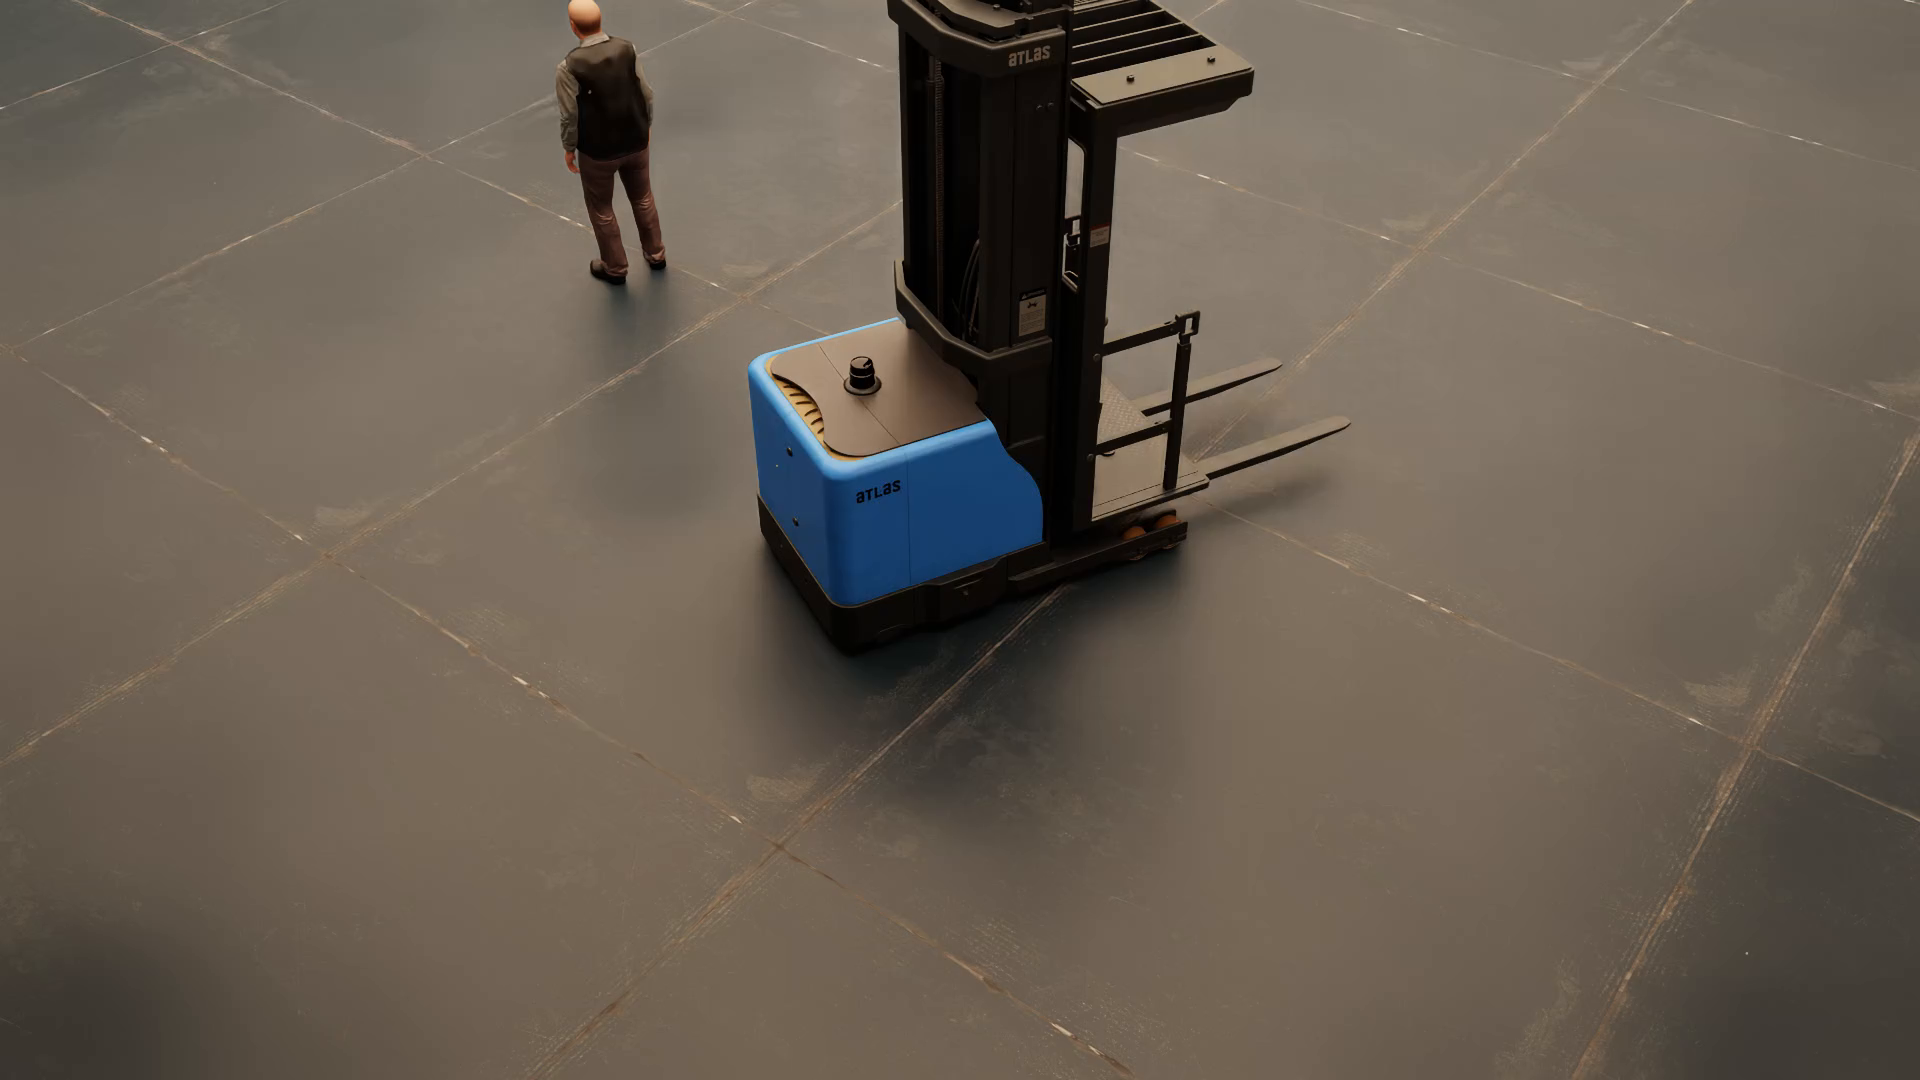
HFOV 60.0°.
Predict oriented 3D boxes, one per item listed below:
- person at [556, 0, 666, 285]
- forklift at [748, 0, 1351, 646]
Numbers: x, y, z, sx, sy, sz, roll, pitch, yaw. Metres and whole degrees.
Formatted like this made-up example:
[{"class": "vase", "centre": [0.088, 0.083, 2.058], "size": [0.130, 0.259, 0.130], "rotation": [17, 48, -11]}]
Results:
[{"class": "person", "centre": [-2.033, -2.307, 9.713], "size": [0.580, 1.721, 0.415], "rotation": [-26, 47, -27]}, {"class": "forklift", "centre": [0.555, -1.302, 7.601], "size": [3.031, 2.935, 1.130], "rotation": [-19, 44, -20]}]
